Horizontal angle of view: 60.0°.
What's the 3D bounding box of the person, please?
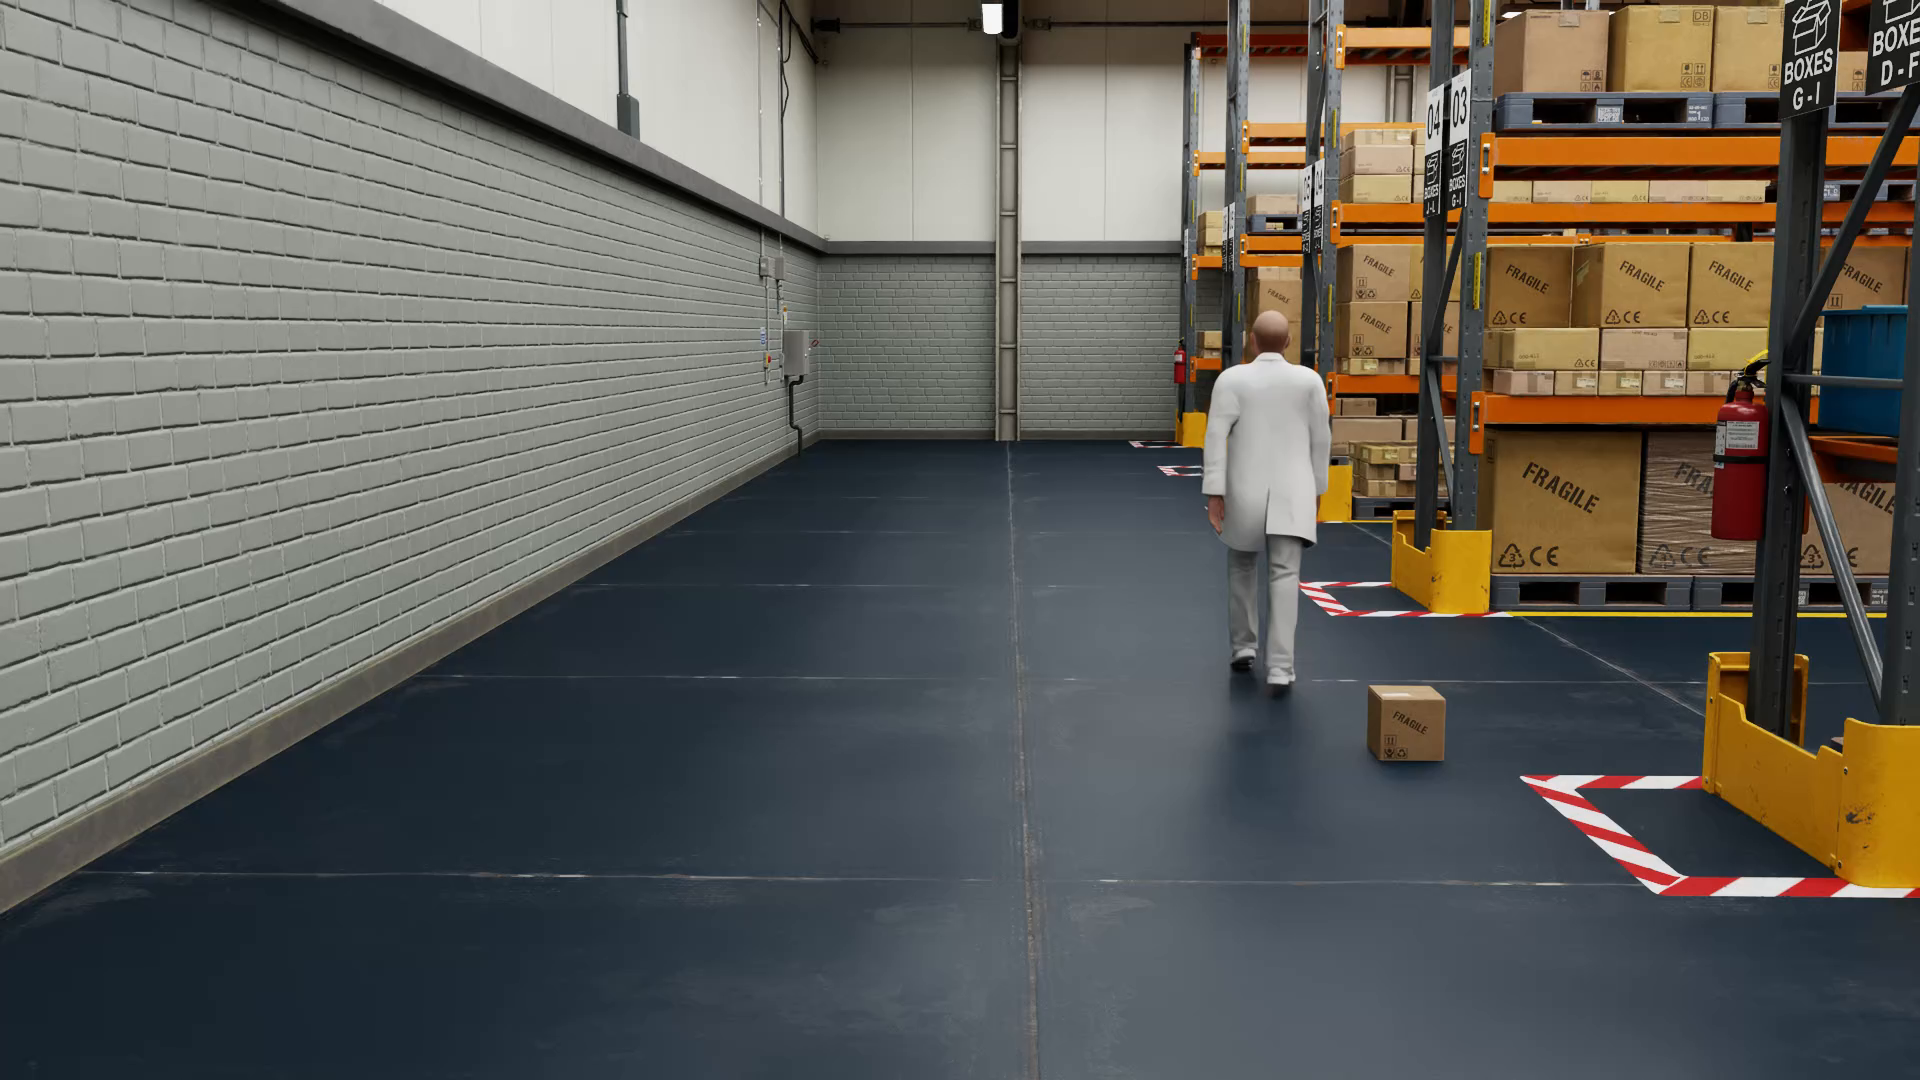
[{"bbox_3d":[1.466,-0.196,7.974,0.604,1.791,0.977,1,7,9],"label":"person"}]
